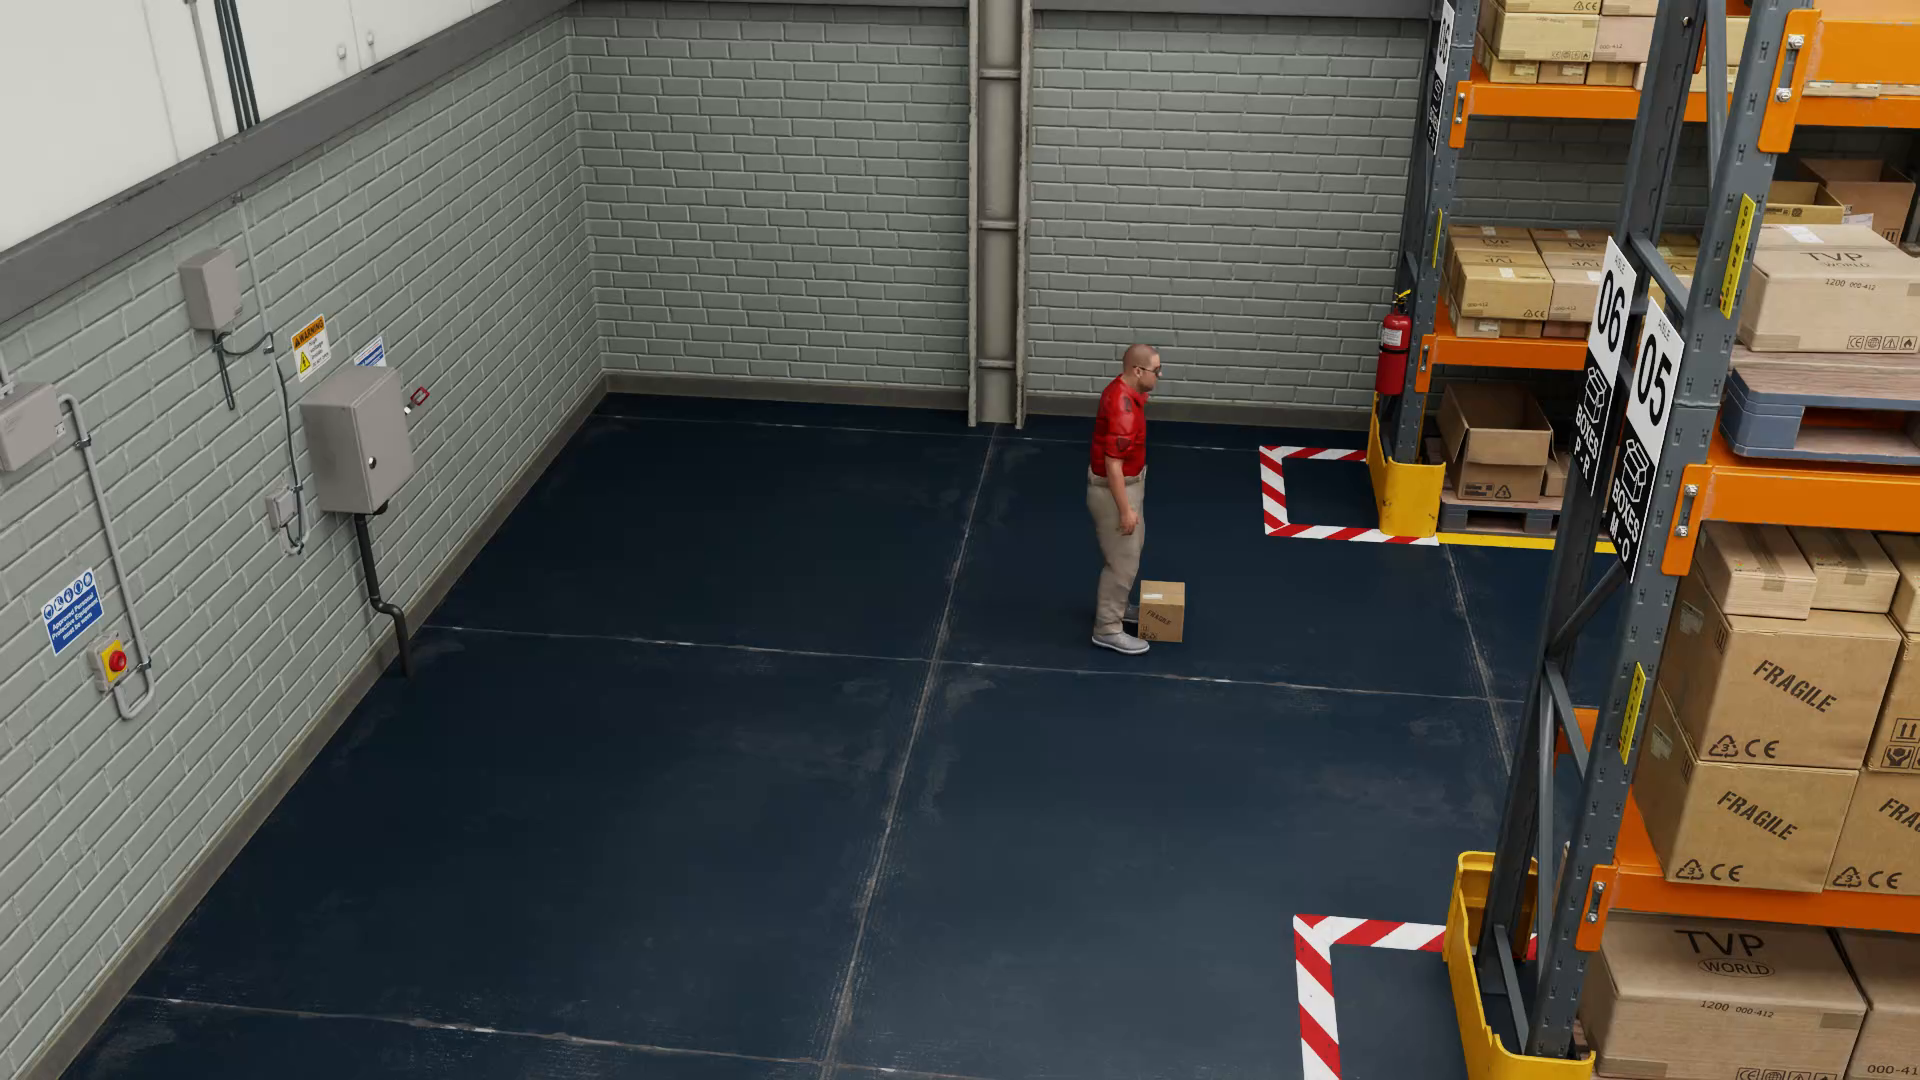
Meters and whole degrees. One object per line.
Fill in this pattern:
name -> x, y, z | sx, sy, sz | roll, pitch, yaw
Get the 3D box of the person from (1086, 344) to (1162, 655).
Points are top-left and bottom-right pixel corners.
person -> 0.908, -0.257, 9.115 | 0.422, 1.727, 0.585 | 3, 28, 6
